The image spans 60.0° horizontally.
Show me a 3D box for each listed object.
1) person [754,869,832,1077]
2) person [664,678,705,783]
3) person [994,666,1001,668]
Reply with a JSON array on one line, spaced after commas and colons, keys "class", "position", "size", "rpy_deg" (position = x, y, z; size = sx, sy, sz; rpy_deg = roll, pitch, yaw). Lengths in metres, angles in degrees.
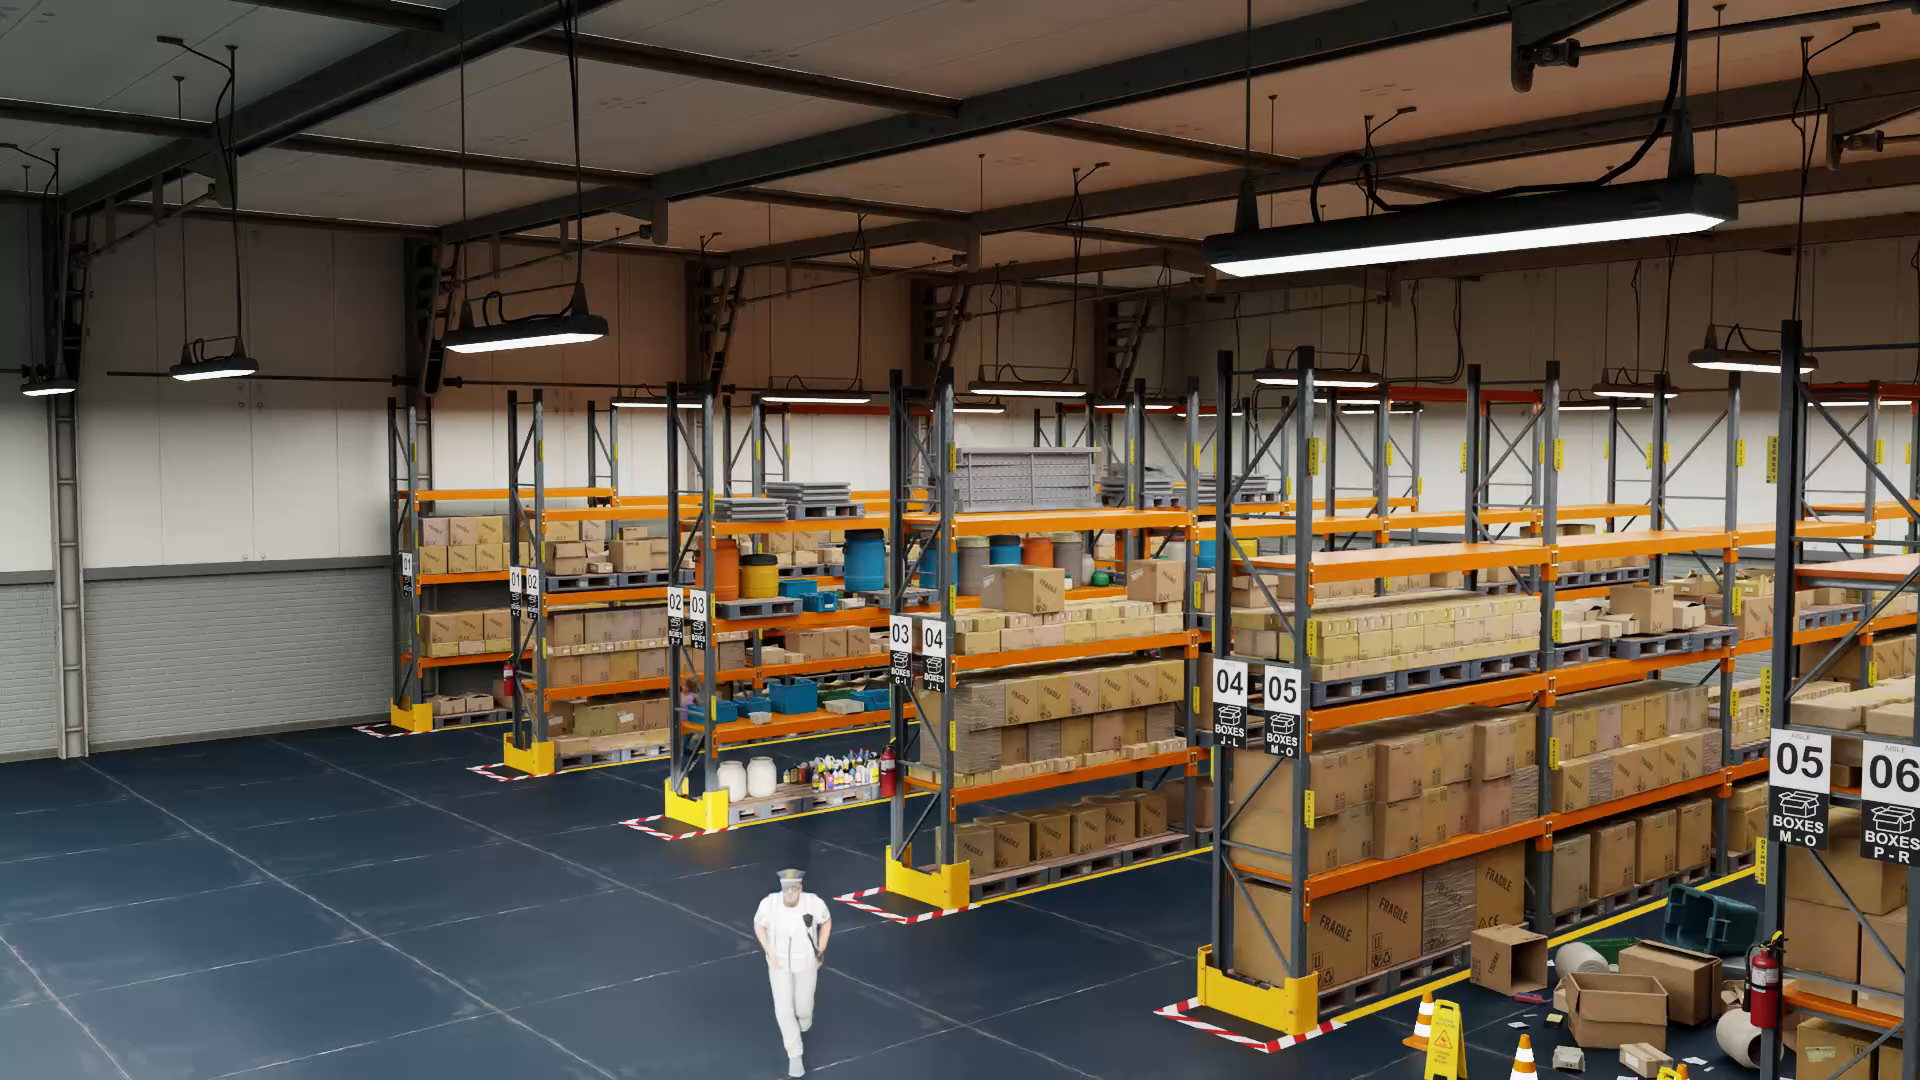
[{"class": "person", "position": [-1.389, 3.513, 13.903], "size": [0.638, 1.720, 0.829], "rpy_deg": [0, 3, 1]}, {"class": "person", "position": [-4.188, 2.888, 25.415], "size": [0.575, 1.576, 0.848], "rpy_deg": [2, 4, 25]}, {"class": "person", "position": [0.812, 2.586, 29.799], "size": [0.649, 1.697, 0.629], "rpy_deg": [3, 5, 44]}]
